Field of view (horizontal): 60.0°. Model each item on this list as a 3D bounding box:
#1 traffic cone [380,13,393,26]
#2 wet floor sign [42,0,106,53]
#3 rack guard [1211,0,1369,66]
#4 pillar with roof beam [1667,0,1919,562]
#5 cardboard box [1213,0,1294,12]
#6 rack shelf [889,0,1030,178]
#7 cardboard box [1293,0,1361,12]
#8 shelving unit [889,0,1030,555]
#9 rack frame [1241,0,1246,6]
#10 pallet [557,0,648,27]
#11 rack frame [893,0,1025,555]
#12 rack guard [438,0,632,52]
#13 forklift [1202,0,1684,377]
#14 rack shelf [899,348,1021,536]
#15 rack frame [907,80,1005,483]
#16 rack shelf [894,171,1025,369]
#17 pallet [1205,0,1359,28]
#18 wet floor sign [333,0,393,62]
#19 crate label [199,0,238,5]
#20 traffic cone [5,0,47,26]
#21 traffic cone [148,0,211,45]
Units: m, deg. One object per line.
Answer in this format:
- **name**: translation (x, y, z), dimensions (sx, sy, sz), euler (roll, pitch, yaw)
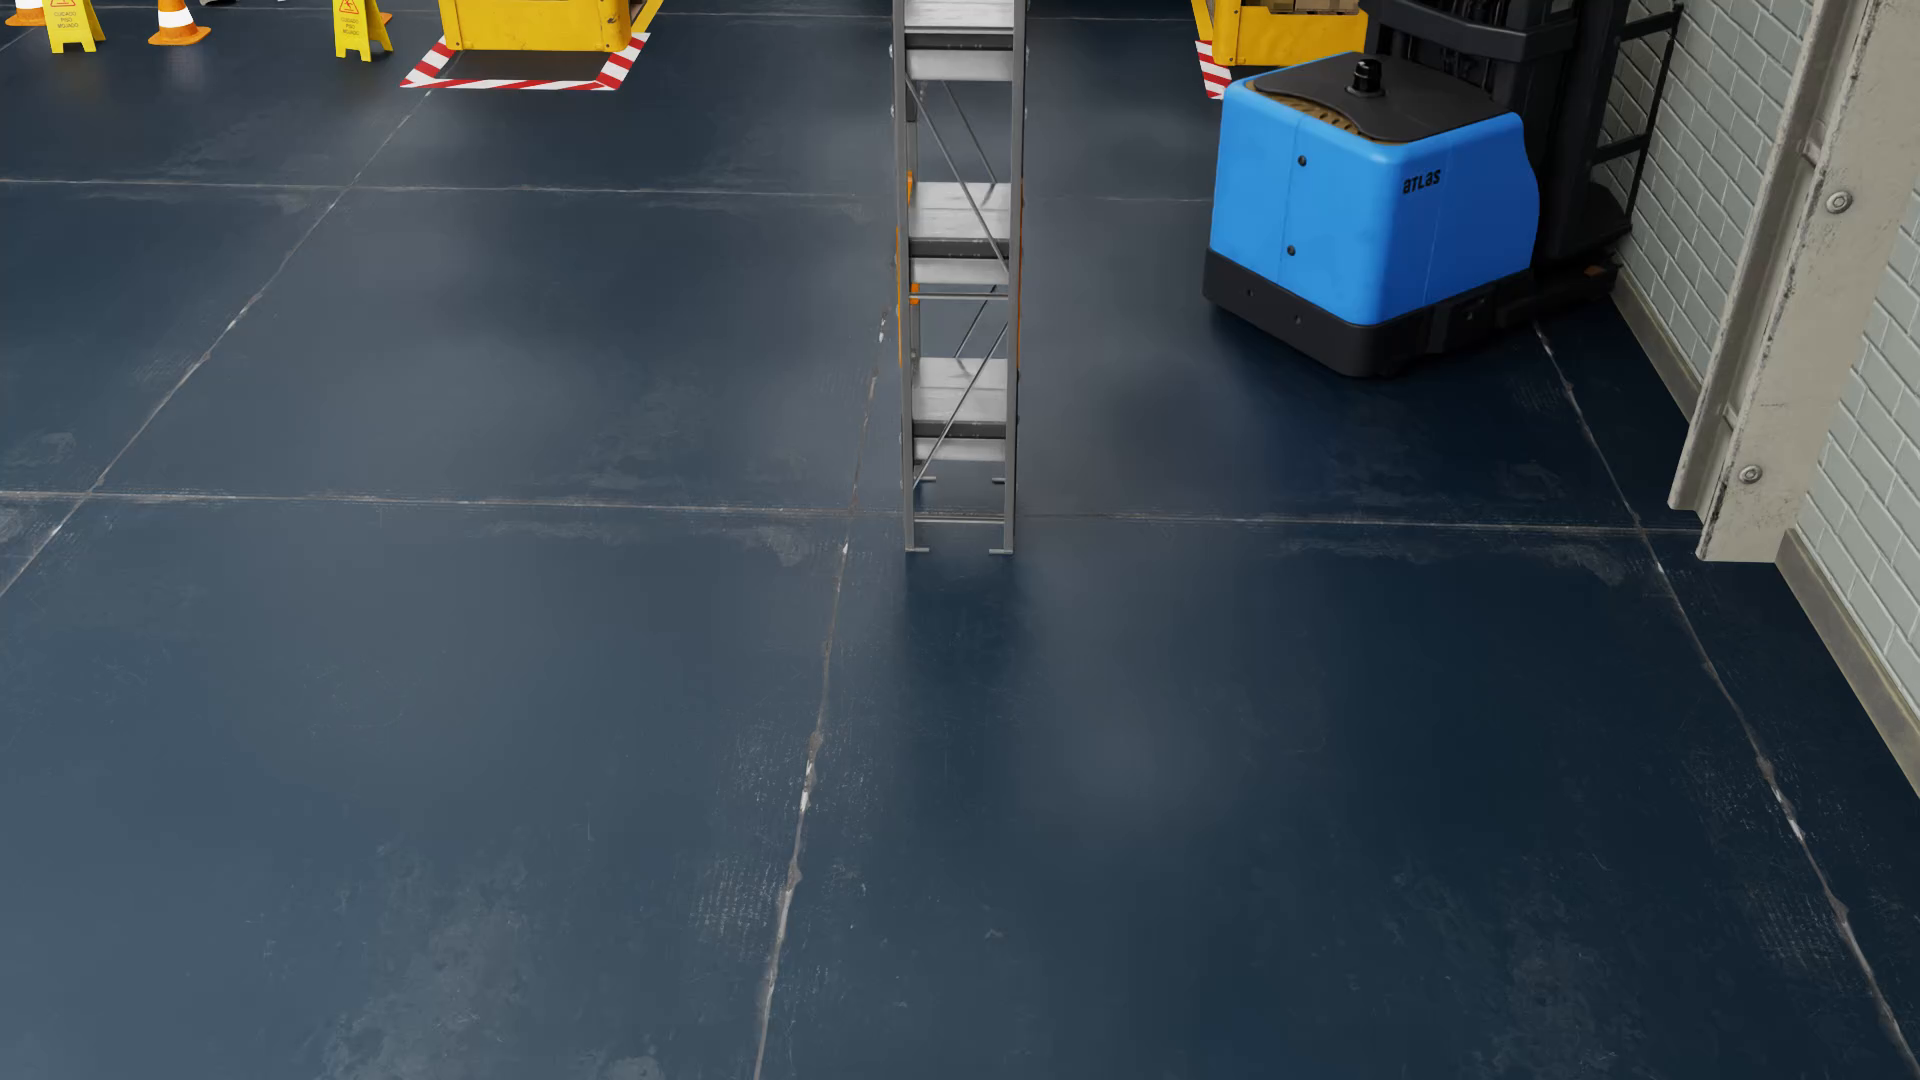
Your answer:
- **traffic cone**: translation (-4.025, -3.681, 11.086), dimensions (0.336, 0.463, 0.334), euler (1, 35, 2)
- **wet floor sign**: translation (-5.726, -3.473, 10.630), dimensions (0.267, 0.644, 0.232), euler (-4, 35, -6)
- **rack guard**: translation (2.206, -3.293, 10.501), dimensions (1.175, 0.500, 0.348), euler (1, 35, 2)
- **pillar with roof beam**: translation (-1.407, -3.816, 3.853), dimensions (9.100, 9.000, 0.400), euler (1, 35, 2)
- **cardboard box**: translation (1.910, -3.654, 10.866), dimensions (0.500, 0.250, 0.500), euler (2, 35, 2)
- **rack shelf**: translation (0.007, -1.516, 5.387), dimensions (0.431, 0.518, 0.480), euler (1, 35, 2)
- **cardboard box**: translation (2.422, -3.654, 10.867), dimensions (0.500, 0.250, 0.500), euler (1, 35, 2)
- **shelving unit**: translation (0.007, -0.954, 5.782), dimensions (0.431, 2.100, 0.503), euler (1, 35, 2)
- **rack frame**: translation (2.207, -4.330, 9.802), dimensions (1.000, 3.000, 0.127), euler (1, 35, 2)
- **pallet**: translation (-2.682, -3.811, 11.489), dimensions (1.003, 0.211, 1.213), euler (1, 35, 2)
- **rack frame**: translation (-0.003, -0.814, 5.582), dimensions (0.400, 2.100, 0.015), euler (1, 35, 2)
- **rack guard**: translation (-2.750, -3.463, 10.743), dimensions (1.175, 0.500, 0.348), euler (1, 35, 2)
- **forklift**: translation (2.633, -2.554, 7.335), dimensions (3.031, 2.935, 1.130), euler (-22, 40, -28)
- **rack shelf**: translation (0.007, -0.370, 6.192), dimensions (0.431, 0.518, 0.480), euler (1, 35, 2)
- **rack frame**: translation (0.016, -1.094, 5.981), dimensions (0.400, 2.100, 0.015), euler (1, 35, 2)
- **rack shelf**: translation (0.007, -0.943, 5.789), dimensions (0.431, 0.518, 0.480), euler (1, 35, 2)
- **pallet**: translation (2.196, -3.629, 11.230), dimensions (1.003, 0.211, 1.213), euler (1, 35, 2)
- **wet floor sign**: translation (-3.830, -3.395, 10.519), dimensions (0.267, 0.644, 0.232), euler (13, 37, 18)
- **crate label**: translation (-5.178, -3.831, 11.582), dimensions (0.250, 0.136, 0.298), euler (-17, 38, -22)
- **traffic cone**: translation (-6.263, -3.733, 11.159), dimensions (0.336, 0.463, 0.334), euler (1, 35, 2)
- **traffic cone**: translation (-5.147, -3.512, 10.844), dimensions (0.336, 0.463, 0.334), euler (1, 35, 2)
